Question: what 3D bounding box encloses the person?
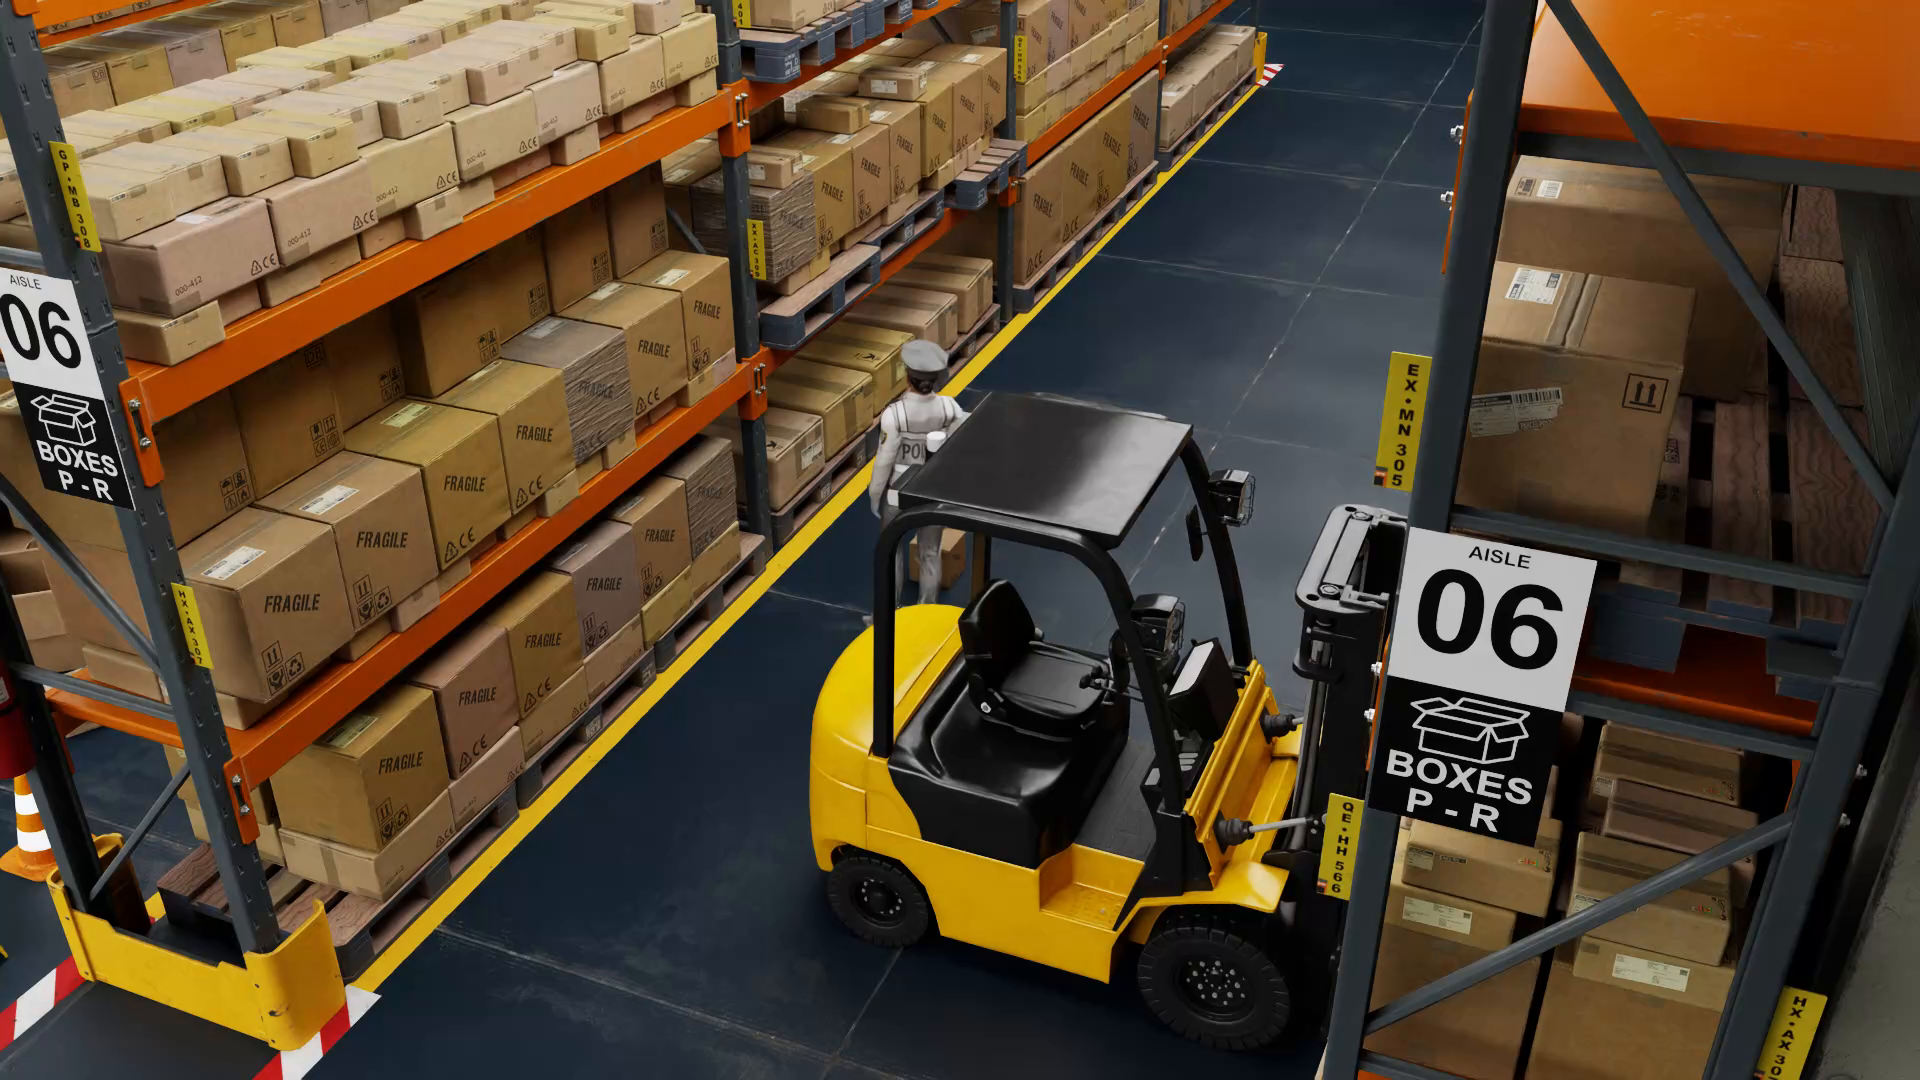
[{"bbox_3d":[-0.253,-0.243,8.839,0.539,1.737,0.402,-11,31,-18],"label":"person"}]
